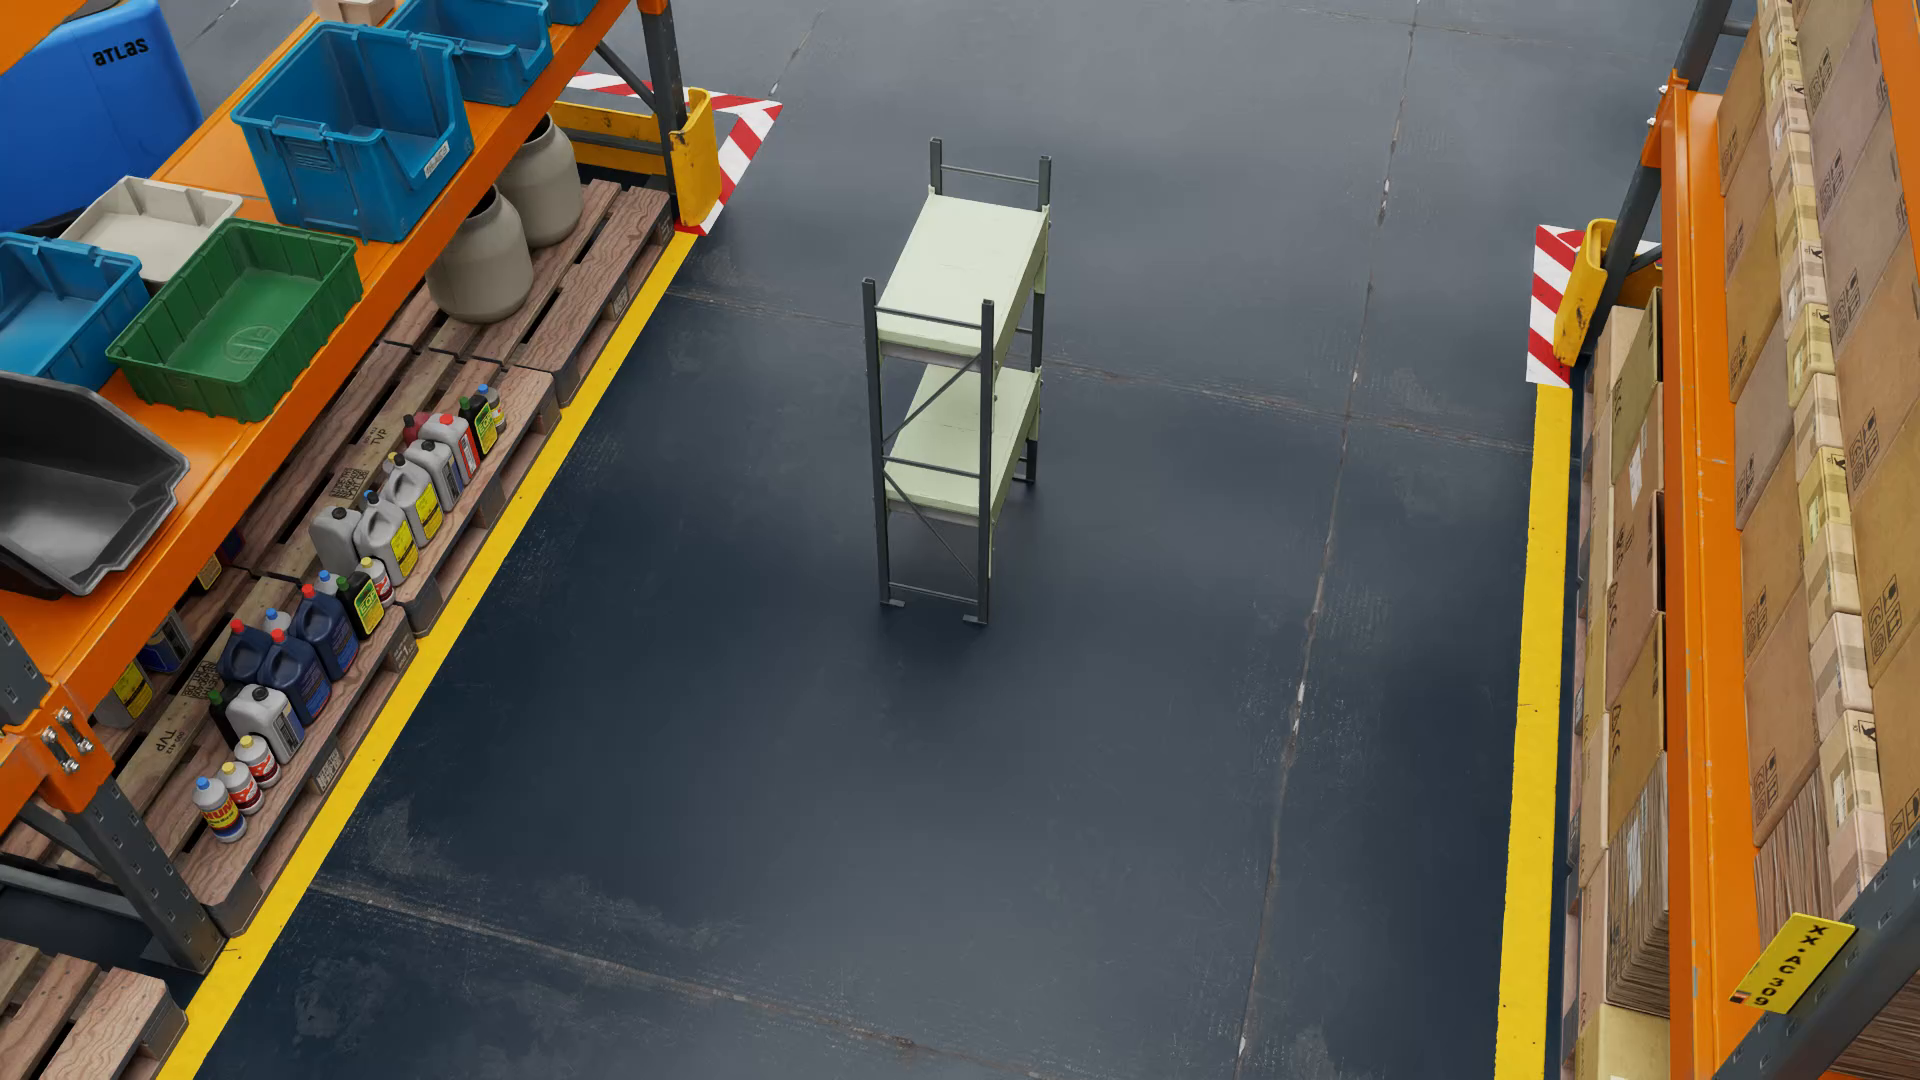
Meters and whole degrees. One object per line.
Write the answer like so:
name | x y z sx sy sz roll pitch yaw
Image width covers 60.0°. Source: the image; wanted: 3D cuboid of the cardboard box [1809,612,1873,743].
cardboard box | 2.007 0.321 3.467 0.380 0.149 0.250 10 49 9

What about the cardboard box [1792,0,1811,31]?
cardboard box | 2.912 -1.806 4.911 0.700 0.500 0.500 12 50 10

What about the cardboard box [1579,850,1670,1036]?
cardboard box | 2.061 1.209 4.736 0.500 0.250 0.500 12 50 10

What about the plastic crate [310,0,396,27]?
plastic crate | -2.262 -2.026 6.214 0.298 0.136 0.250 12 50 10

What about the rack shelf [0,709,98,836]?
rack shelf | -3.296 1.881 3.069 1.077 0.370 4.000 12 50 10

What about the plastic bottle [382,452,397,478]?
plastic bottle | -2.031 -0.236 6.031 0.097 0.201 0.097 0 49 0

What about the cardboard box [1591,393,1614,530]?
cardboard box | 2.578 -0.240 6.015 0.500 0.250 0.500 12 50 10

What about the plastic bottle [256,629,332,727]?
plastic bottle | -2.156 0.425 5.348 0.144 0.351 0.185 13 50 11

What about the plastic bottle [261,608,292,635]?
plastic bottle | -2.235 0.322 5.491 0.097 0.271 0.097 0 49 0

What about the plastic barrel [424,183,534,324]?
plastic barrel | -1.948 -1.159 6.652 0.421 0.512 0.421 0 49 0

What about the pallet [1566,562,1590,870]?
pallet | 2.577 0.647 5.538 1.003 0.211 1.213 12 50 10

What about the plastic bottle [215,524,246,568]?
plastic bottle | -2.593 -0.042 5.805 0.061 0.283 0.133 12 50 10

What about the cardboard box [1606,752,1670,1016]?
cardboard box | 2.063 0.961 4.455 0.500 0.500 0.500 12 50 10

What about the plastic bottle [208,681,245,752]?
plastic bottle | -2.307 0.545 5.286 0.061 0.283 0.133 12 50 10

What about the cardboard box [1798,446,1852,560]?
cardboard box | 2.143 -0.046 3.791 0.380 0.149 0.250 11 50 10

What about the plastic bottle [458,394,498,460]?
plastic bottle | -1.790 -0.441 6.157 0.061 0.283 0.133 13 50 11

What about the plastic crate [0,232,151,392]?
plastic crate | -2.740 -0.609 4.886 0.499 0.251 0.616 12 50 10

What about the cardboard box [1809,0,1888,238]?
cardboard box | 2.647 -1.060 4.253 0.700 0.500 0.500 12 50 10

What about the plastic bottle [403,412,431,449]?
plastic bottle | -1.972 -0.373 6.097 0.061 0.283 0.133 12 50 10

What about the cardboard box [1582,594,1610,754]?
cardboard box | 2.309 0.482 5.377 0.500 0.250 0.500 12 50 10

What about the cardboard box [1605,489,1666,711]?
cardboard box | 2.308 0.234 5.097 0.500 0.500 0.500 12 50 10

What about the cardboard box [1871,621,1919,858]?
cardboard box | 2.119 0.391 2.972 0.700 0.500 0.500 12 50 10

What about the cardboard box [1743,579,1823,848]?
cardboard box | 2.252 0.438 3.796 0.700 0.500 0.500 11 50 10

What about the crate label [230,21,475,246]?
crate label | -1.940 -1.324 5.395 0.502 0.435 0.616 12 50 10

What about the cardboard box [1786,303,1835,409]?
cardboard box | 2.276 -0.421 4.122 0.380 0.149 0.250 13 50 11

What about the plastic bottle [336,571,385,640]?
plastic bottle | -2.023 0.199 5.592 0.061 0.283 0.133 14 50 12

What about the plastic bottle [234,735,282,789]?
plastic bottle | -2.209 0.685 5.218 0.097 0.201 0.097 0 49 0

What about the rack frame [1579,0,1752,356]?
rack frame | 3.061 -1.717 5.765 1.000 3.000 0.127 12 50 10

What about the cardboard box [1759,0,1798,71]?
cardboard box | 2.683 -1.532 5.102 0.380 0.149 0.250 10 49 9

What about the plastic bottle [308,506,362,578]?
plastic bottle | -2.144 -0.005 5.777 0.152 0.276 0.135 12 50 10

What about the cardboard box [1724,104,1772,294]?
cardboard box | 2.793 -1.034 5.096 0.700 0.500 0.500 13 50 11

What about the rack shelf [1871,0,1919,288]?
rack shelf | 2.535 -1.025 3.633 1.077 0.370 4.000 12 50 10

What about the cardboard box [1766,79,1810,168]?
cardboard box | 2.548 -1.170 4.783 0.380 0.149 0.250 11 49 9

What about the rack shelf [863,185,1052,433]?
rack shelf | 0.002 -0.759 5.399 0.431 0.370 0.720 12 50 10

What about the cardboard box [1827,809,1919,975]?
cardboard box | 1.873 0.689 3.142 0.380 0.149 0.250 12 50 10

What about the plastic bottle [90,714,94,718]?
plastic bottle | -2.878 0.404 5.366 0.144 0.351 0.185 10 49 9

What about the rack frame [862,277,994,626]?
rack frame | -0.095 -0.236 5.458 0.400 1.500 0.023 12 50 10

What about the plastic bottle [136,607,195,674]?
plastic bottle | -2.678 0.301 5.507 0.152 0.276 0.135 12 50 10

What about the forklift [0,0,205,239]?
forklift | -4.763 -2.102 6.151 3.031 2.935 1.130 -28 54 -23

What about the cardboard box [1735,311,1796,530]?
cardboard box | 2.521 -0.295 4.443 0.700 0.500 0.500 13 50 11

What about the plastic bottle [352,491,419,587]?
plastic bottle | -1.995 -0.019 5.740 0.144 0.351 0.185 11 50 10

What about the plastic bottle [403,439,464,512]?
plastic bottle | -1.906 -0.249 5.993 0.152 0.276 0.135 10 49 9

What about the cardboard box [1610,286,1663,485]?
cardboard box | 2.576 -0.488 5.734 0.500 0.500 0.500 12 50 10

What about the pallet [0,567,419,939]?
pallet | -2.552 0.641 5.543 1.003 0.211 1.213 12 50 10

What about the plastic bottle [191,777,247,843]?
plastic bottle | -2.262 0.809 5.062 0.097 0.271 0.097 0 49 0

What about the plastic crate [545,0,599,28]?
plastic crate | -1.559 -2.227 6.314 0.499 0.251 0.616 12 50 10

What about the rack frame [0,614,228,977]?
rack frame | -2.769 0.196 4.076 1.000 3.000 0.127 12 50 10

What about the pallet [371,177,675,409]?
pallet | -1.910 -1.124 7.101 1.003 0.211 1.213 12 50 10

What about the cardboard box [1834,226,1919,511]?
cardboard box | 2.384 -0.336 3.614 0.700 0.500 0.500 12 50 10

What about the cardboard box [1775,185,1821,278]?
cardboard box | 2.413 -0.792 4.449 0.380 0.149 0.250 11 49 10

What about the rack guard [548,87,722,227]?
rack guard | -1.691 -1.806 7.510 1.175 0.500 0.348 12 50 10

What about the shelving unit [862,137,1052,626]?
shelving unit | 0.002 -0.501 5.692 0.431 1.500 0.755 12 50 10
